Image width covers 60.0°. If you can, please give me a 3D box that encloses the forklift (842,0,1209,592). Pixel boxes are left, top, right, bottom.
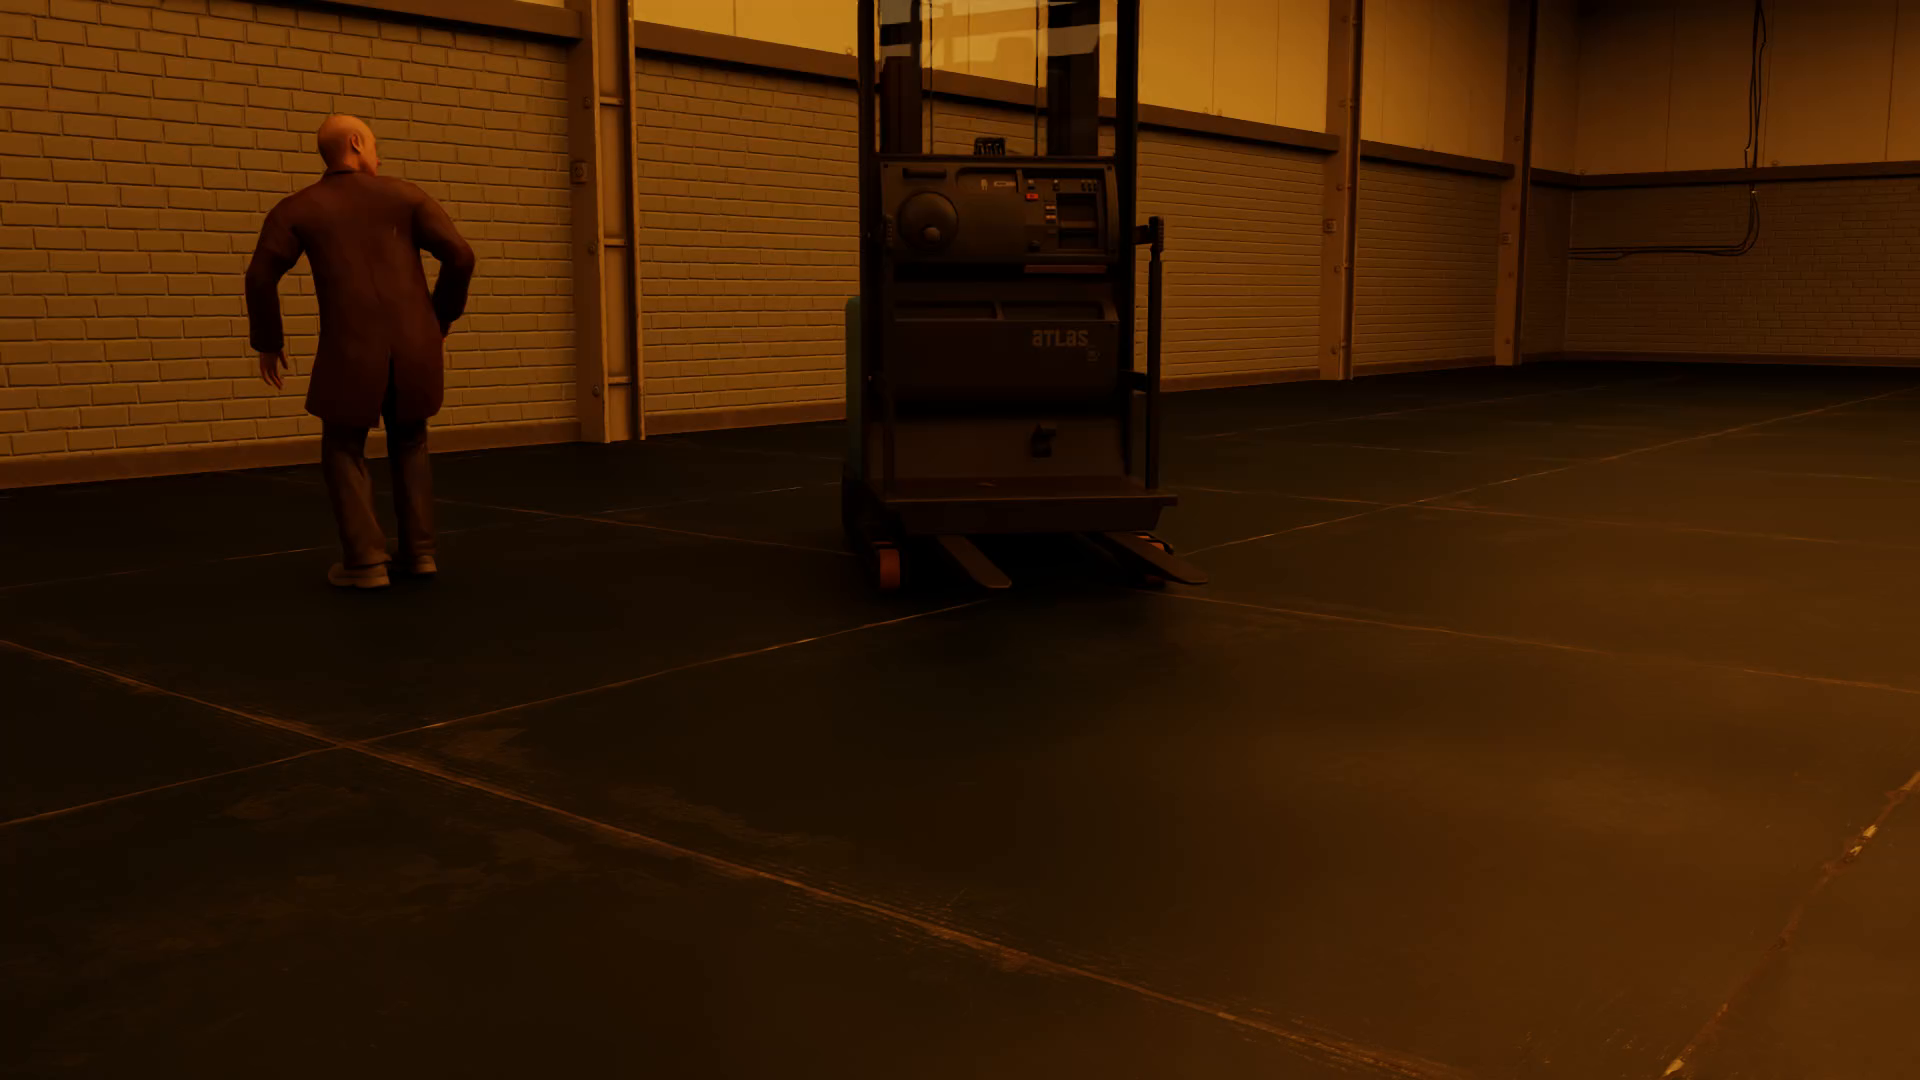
[{"bbox_3d":[0.188,-1.313,6.252,1.130,2.935,3.031,-1,8,-8],"label":"forklift"}]

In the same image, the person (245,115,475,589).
[{"bbox_3d":[-2.247,-0.697,6.238,0.792,1.737,0.549,-5,10,-29],"label":"person"}]
